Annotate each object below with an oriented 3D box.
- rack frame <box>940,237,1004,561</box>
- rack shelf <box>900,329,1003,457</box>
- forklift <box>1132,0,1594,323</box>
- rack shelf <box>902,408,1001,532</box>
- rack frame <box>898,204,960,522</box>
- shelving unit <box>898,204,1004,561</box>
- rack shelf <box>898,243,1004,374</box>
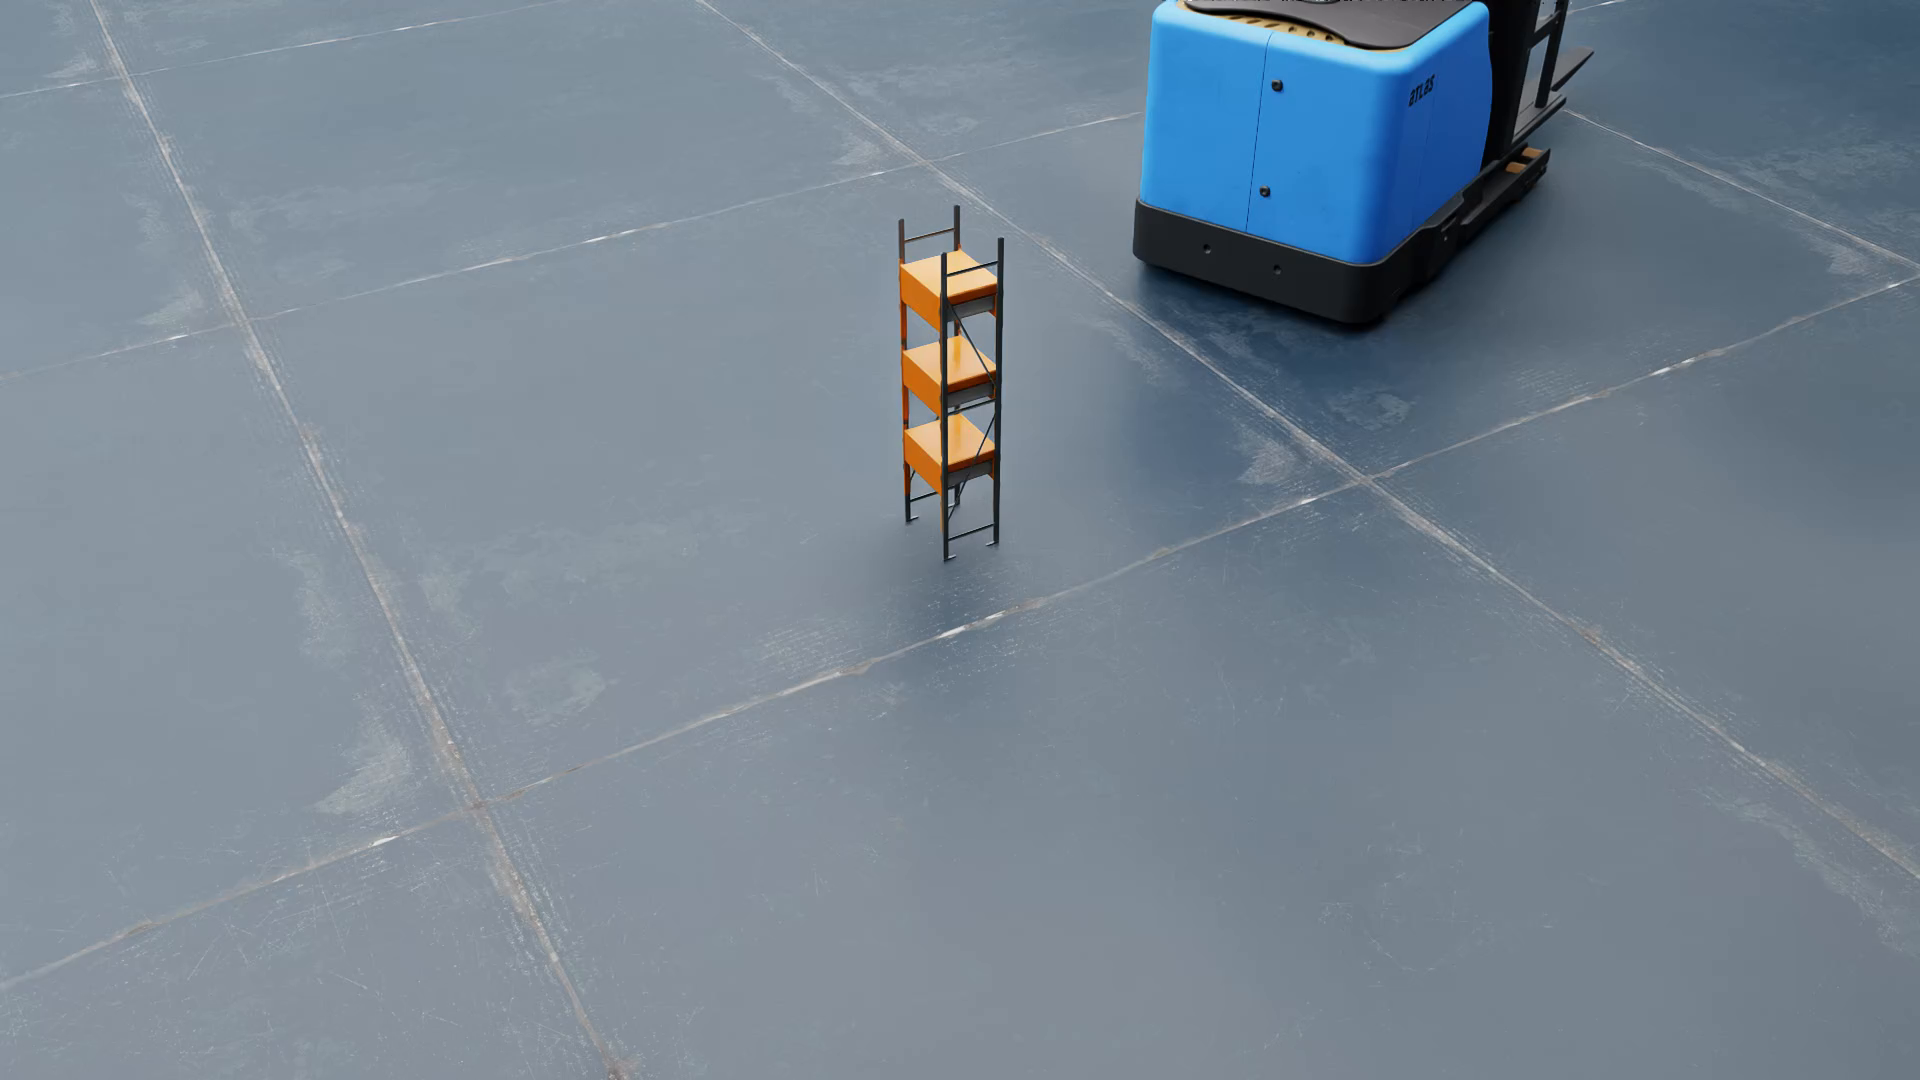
[{"bbox_3d":[0.034,-0.389,4.893,0.200,1.050,0.008,-19,40,-24],"label":"rack frame"},{"bbox_3d":[-0.027,-0.443,4.984,0.215,0.259,0.240,-19,40,-24],"label":"rack shelf"},{"bbox_3d":[1.965,-2.818,6.624,1.130,2.935,3.031,23,42,28],"label":"forklift"},{"bbox_3d":[-0.027,-0.218,5.148,0.215,0.259,0.240,-19,40,-24],"label":"rack shelf"},{"bbox_3d":[-0.088,-0.513,5.063,0.200,1.050,0.008,-19,40,-24],"label":"rack frame"},{"bbox_3d":[-0.027,-0.451,4.978,0.215,1.050,0.252,-19,40,-24],"label":"shelving unit"},{"bbox_3d":[-0.027,-0.672,4.817,0.215,0.259,0.240,-19,40,-24],"label":"rack shelf"}]
